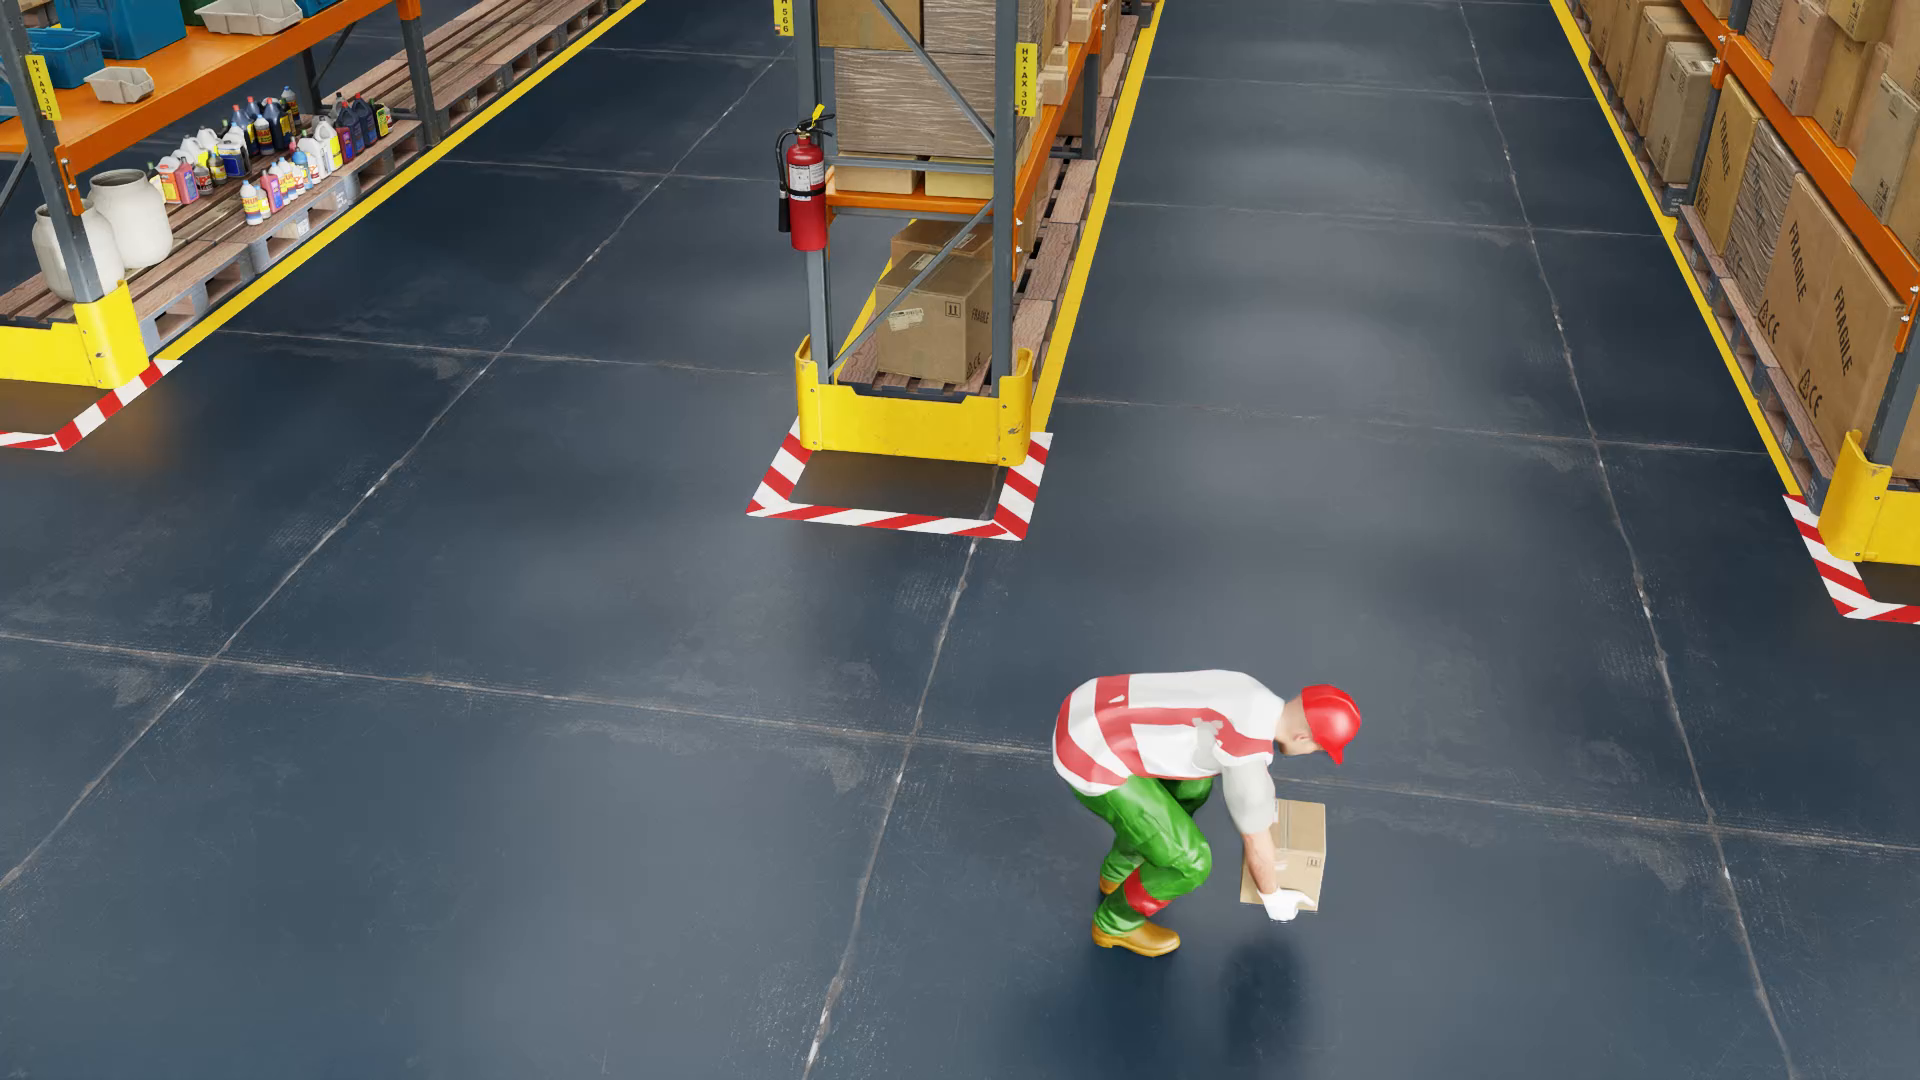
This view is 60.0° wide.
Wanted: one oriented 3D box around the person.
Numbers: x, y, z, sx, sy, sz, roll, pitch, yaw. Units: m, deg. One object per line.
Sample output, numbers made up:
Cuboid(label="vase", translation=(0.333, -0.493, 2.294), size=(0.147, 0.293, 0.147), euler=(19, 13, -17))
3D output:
Cuboid(label="person", translation=(0.775, 0.875, 5.447), size=(0.958, 1.013, 0.534), euler=(4, 32, 6))
